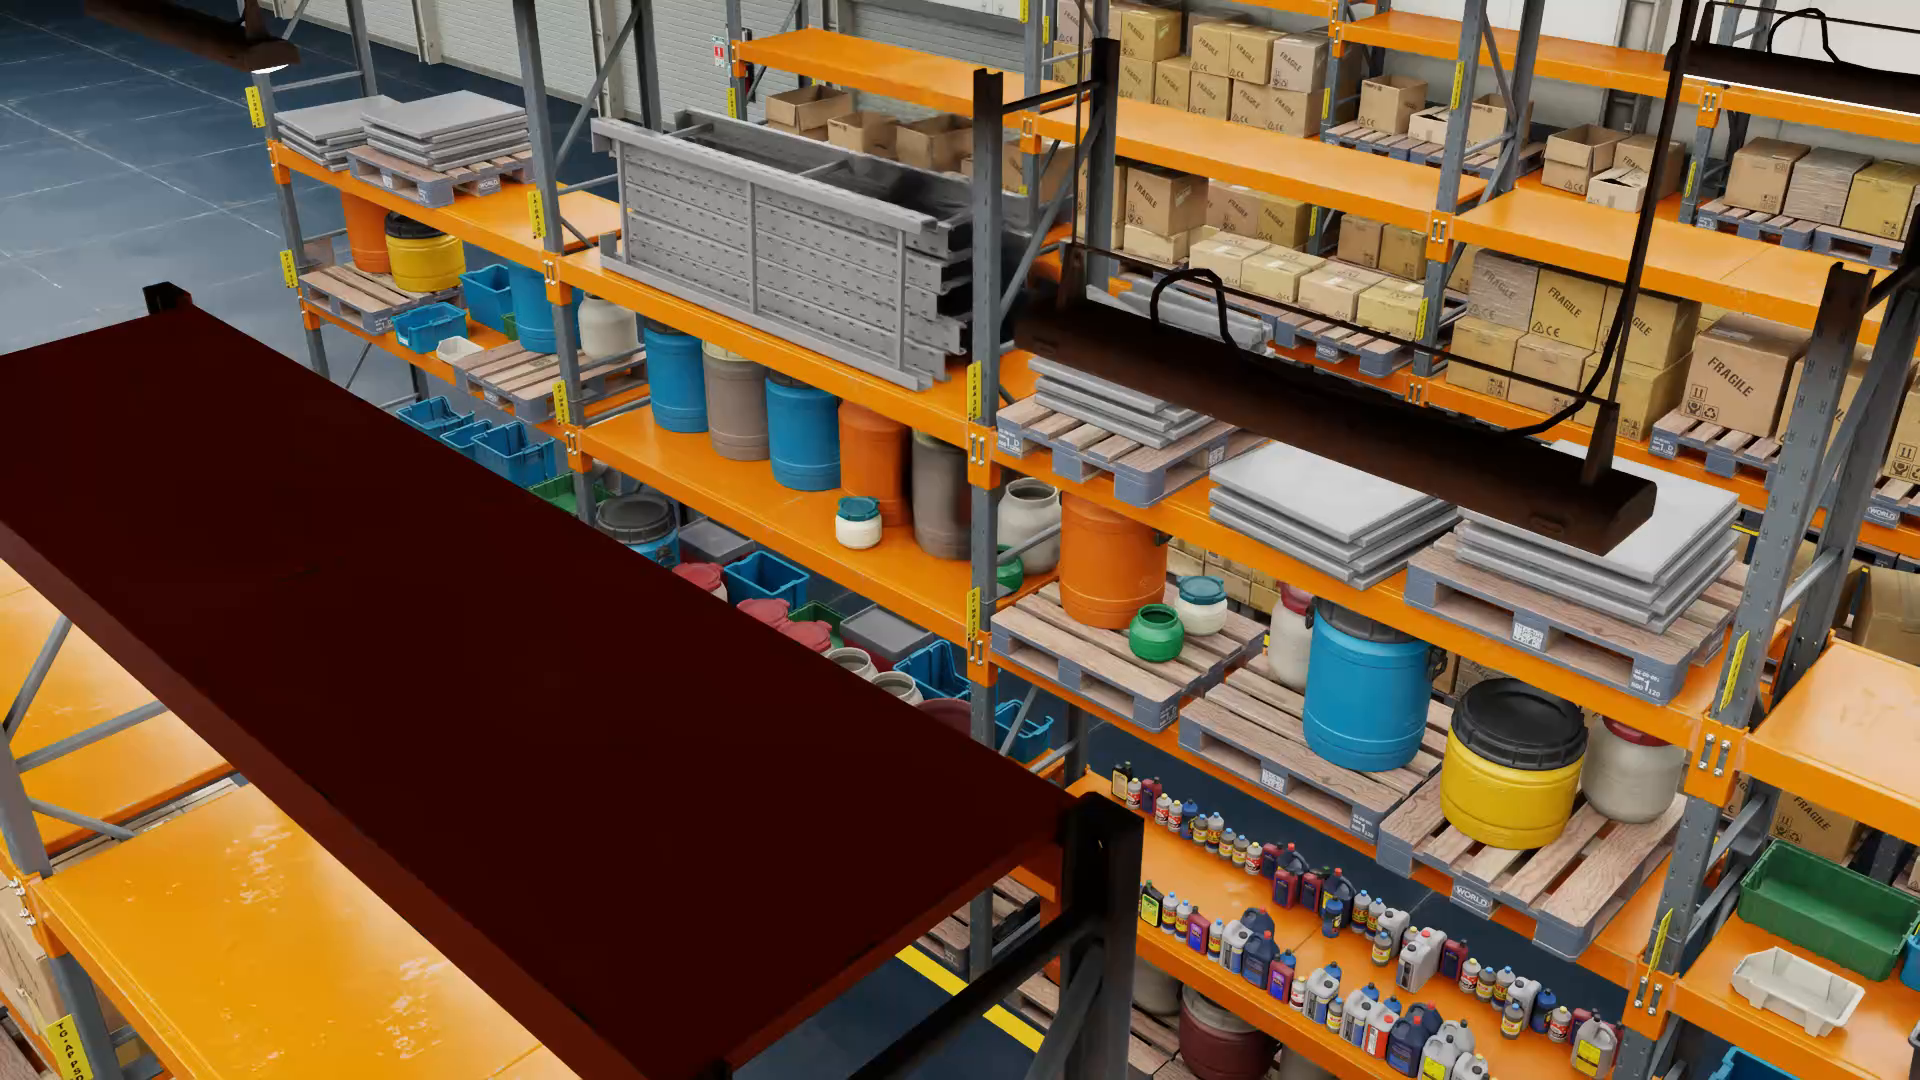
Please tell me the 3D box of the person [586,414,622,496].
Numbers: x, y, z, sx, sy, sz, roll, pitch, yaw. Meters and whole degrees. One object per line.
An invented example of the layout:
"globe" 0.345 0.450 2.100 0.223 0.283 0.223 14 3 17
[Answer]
"person" -3.449 -0.774 15.913 0.681 1.703 0.548 18 34 28
